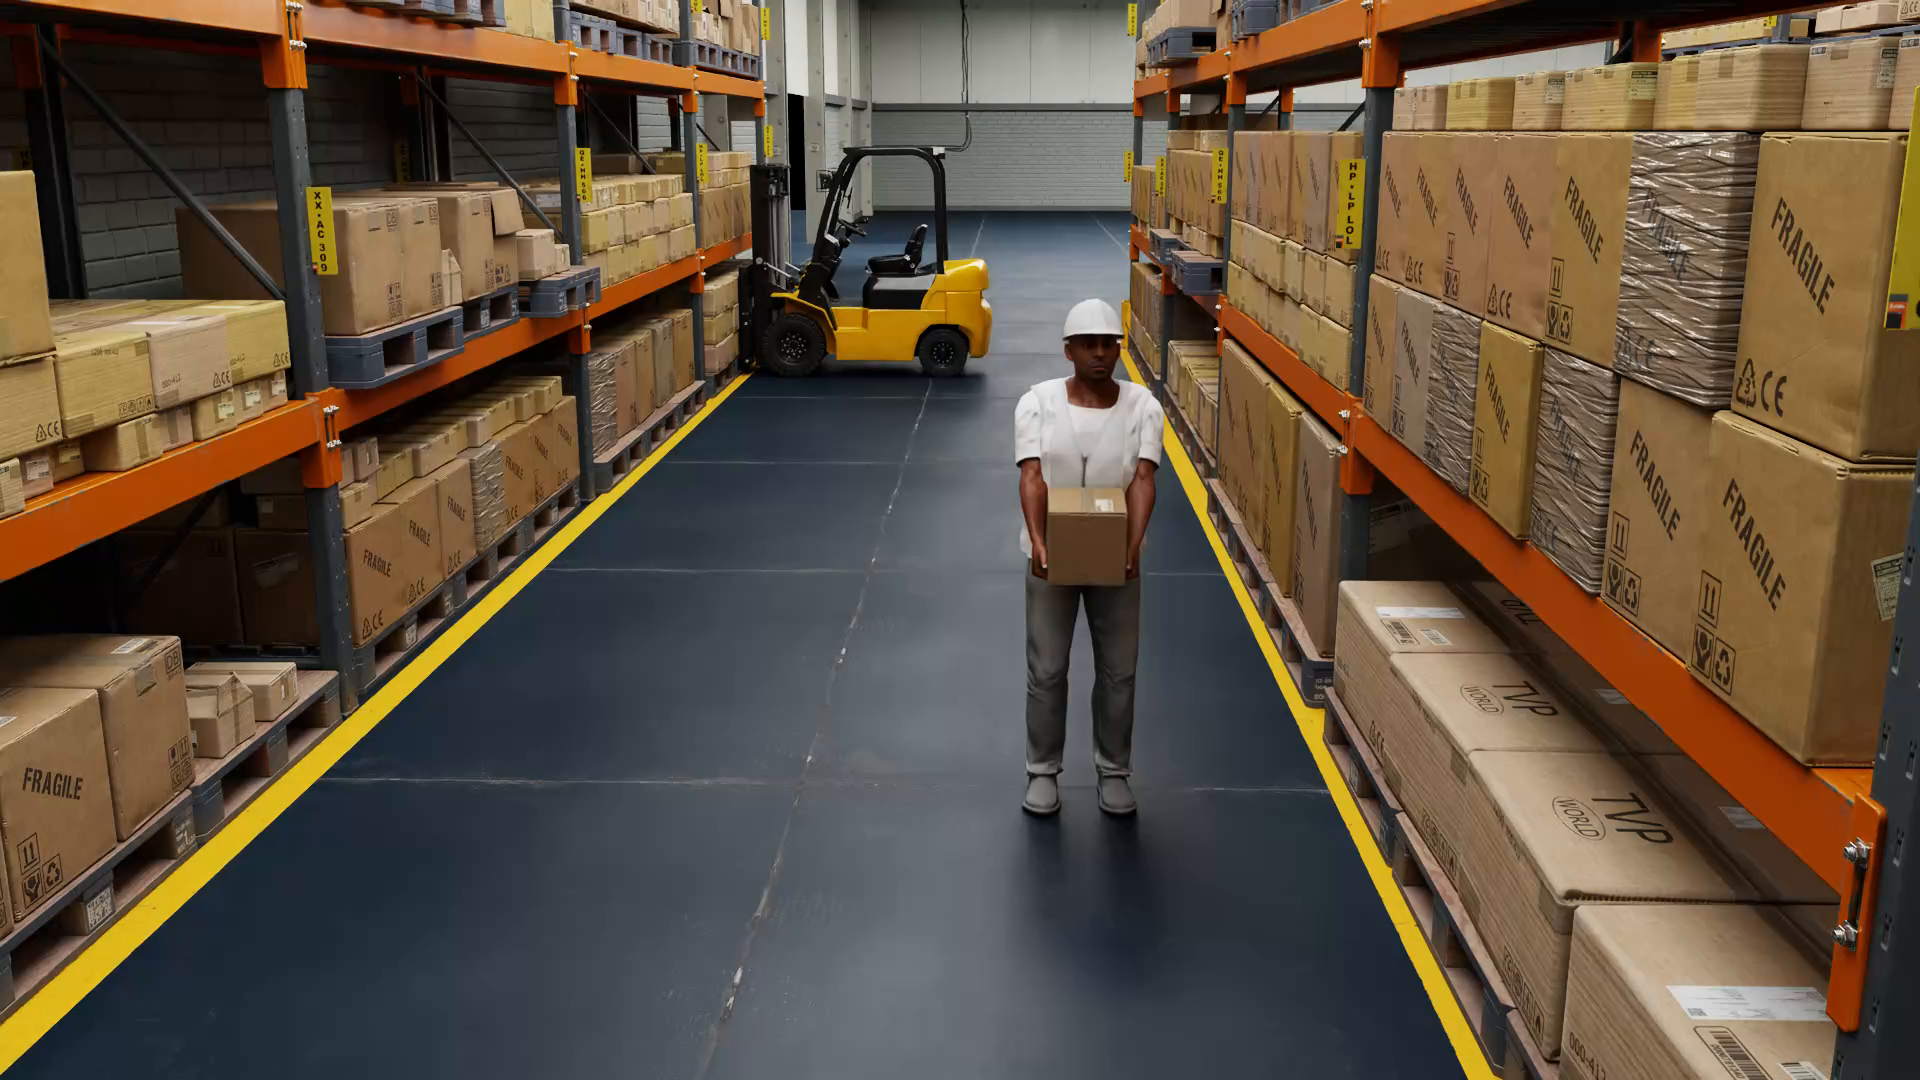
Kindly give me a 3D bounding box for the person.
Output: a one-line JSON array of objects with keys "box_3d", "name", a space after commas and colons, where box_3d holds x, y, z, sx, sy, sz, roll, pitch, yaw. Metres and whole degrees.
[{"box_3d": [0.432, 0.087, 5.603, 0.504, 1.761, 0.578, 1, 14, 2], "name": "person"}]
